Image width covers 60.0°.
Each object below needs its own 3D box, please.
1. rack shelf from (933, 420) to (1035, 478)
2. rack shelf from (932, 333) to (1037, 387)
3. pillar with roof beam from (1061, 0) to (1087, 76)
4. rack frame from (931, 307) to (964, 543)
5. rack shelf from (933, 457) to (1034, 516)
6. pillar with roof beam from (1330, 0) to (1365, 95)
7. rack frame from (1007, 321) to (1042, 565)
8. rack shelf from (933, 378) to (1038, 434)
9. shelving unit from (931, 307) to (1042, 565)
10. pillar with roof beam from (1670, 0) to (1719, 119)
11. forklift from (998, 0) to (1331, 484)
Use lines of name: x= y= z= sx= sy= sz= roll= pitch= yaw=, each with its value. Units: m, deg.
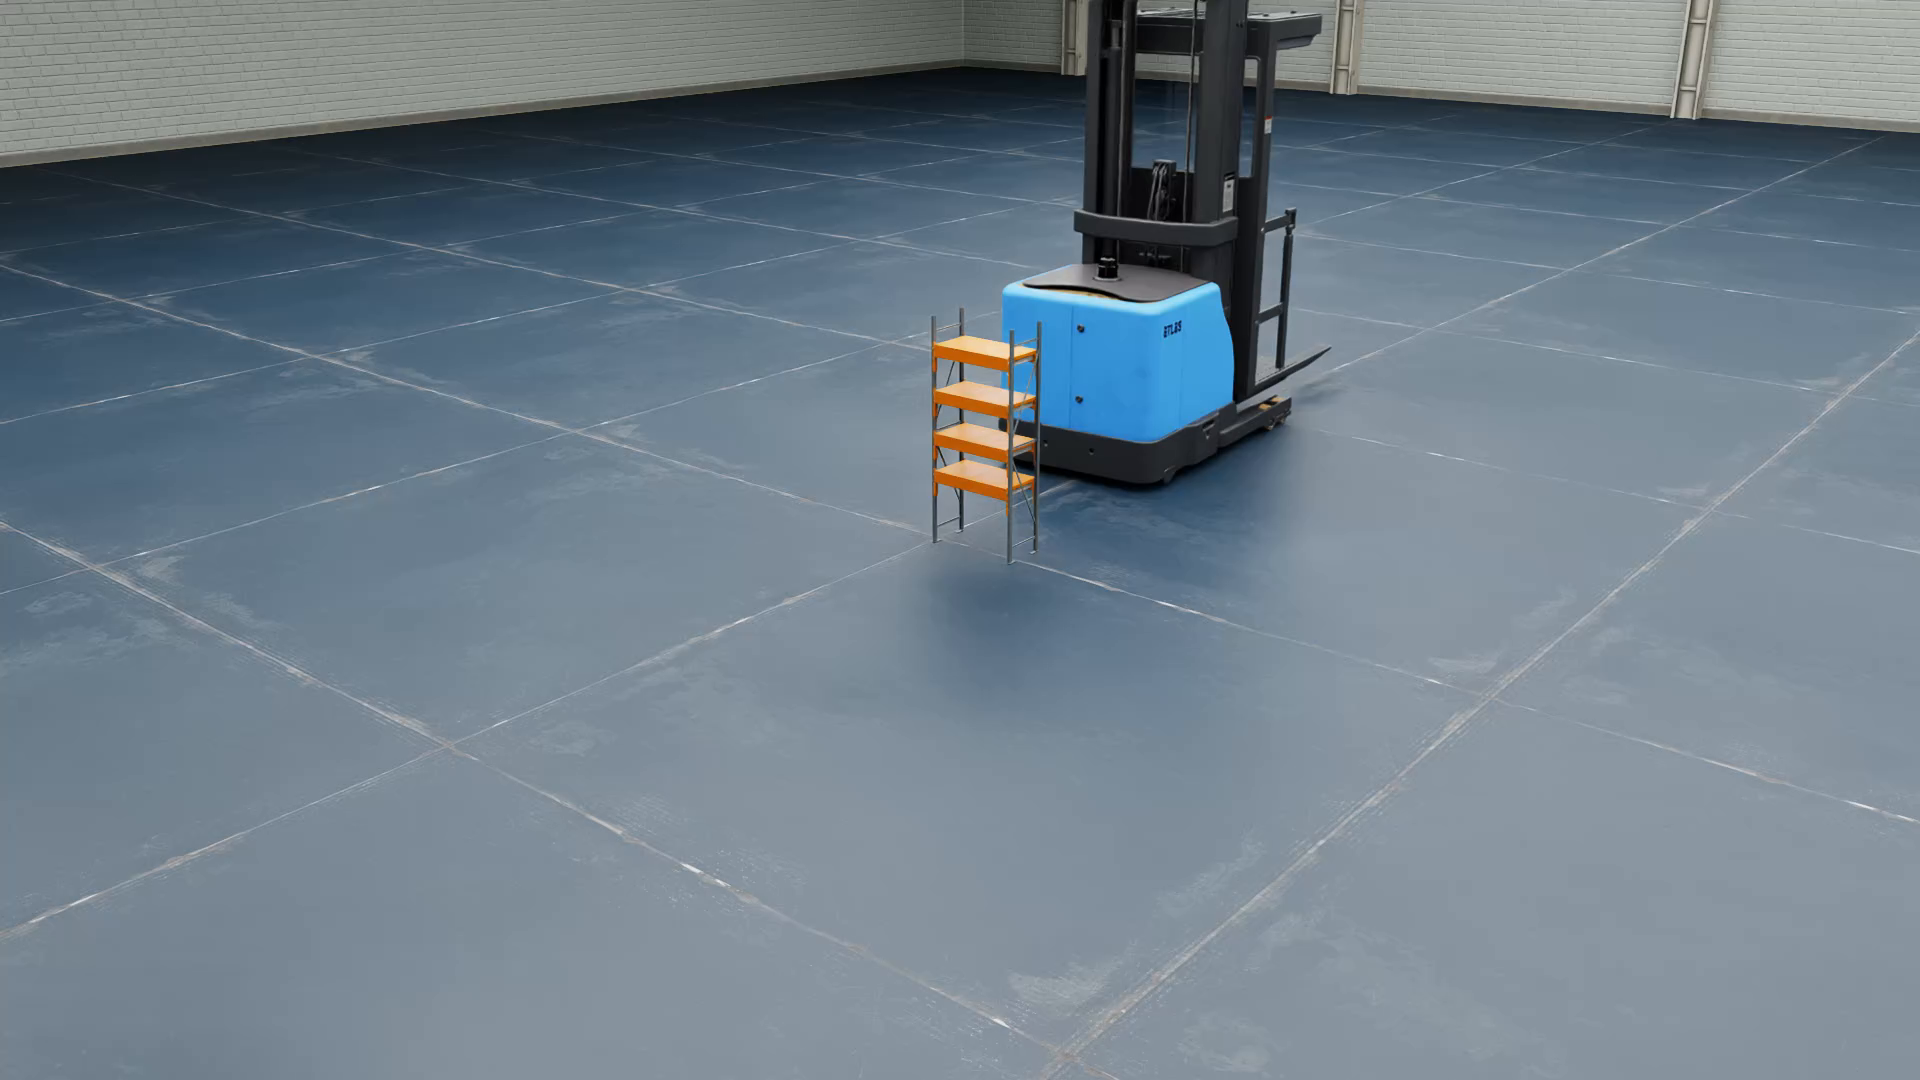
rack shelf: x=0.128 y=-0.462 z=8.382 sx=0.480 sy=0.148 sz=0.258 roll=16 pitch=26 yaw=36
rack shelf: x=0.128 y=-0.892 z=8.220 sx=0.480 sy=0.148 sz=0.258 roll=16 pitch=26 yaw=36
pillar with roof beam: x=-0.428 y=-12.457 z=28.948 sx=0.400 sy=9.000 sz=9.100 roll=16 pitch=26 yaw=36
rack frame: x=-0.061 y=-0.579 z=8.503 sx=0.015 sy=1.200 sz=0.240 roll=16 pitch=26 yaw=36
rack shelf: x=0.128 y=-0.276 z=8.452 sx=0.480 sy=0.148 sz=0.258 roll=16 pitch=26 yaw=36
pillar with roof beam: x=4.220 y=-11.118 z=25.398 sx=0.400 sy=9.000 sz=9.100 roll=16 pitch=26 yaw=36
rack frame: x=0.317 y=-0.470 z=8.214 sx=0.015 sy=1.200 sz=0.240 roll=16 pitch=26 yaw=36
rack shelf: x=0.128 y=-0.671 z=8.303 sx=0.480 sy=0.148 sz=0.258 roll=16 pitch=26 yaw=36
shelving unit: x=0.128 y=-0.524 z=8.359 sx=0.503 sy=1.200 sz=0.258 roll=16 pitch=26 yaw=36
pillar with roof beam: x=8.868 y=-9.780 z=21.849 sx=0.400 sy=9.000 sz=9.100 roll=16 pitch=26 yaw=36
forklift: x=1.471 y=-2.148 z=10.210 sx=1.130 sy=2.935 sz=3.031 roll=14 pitch=25 yaw=32
